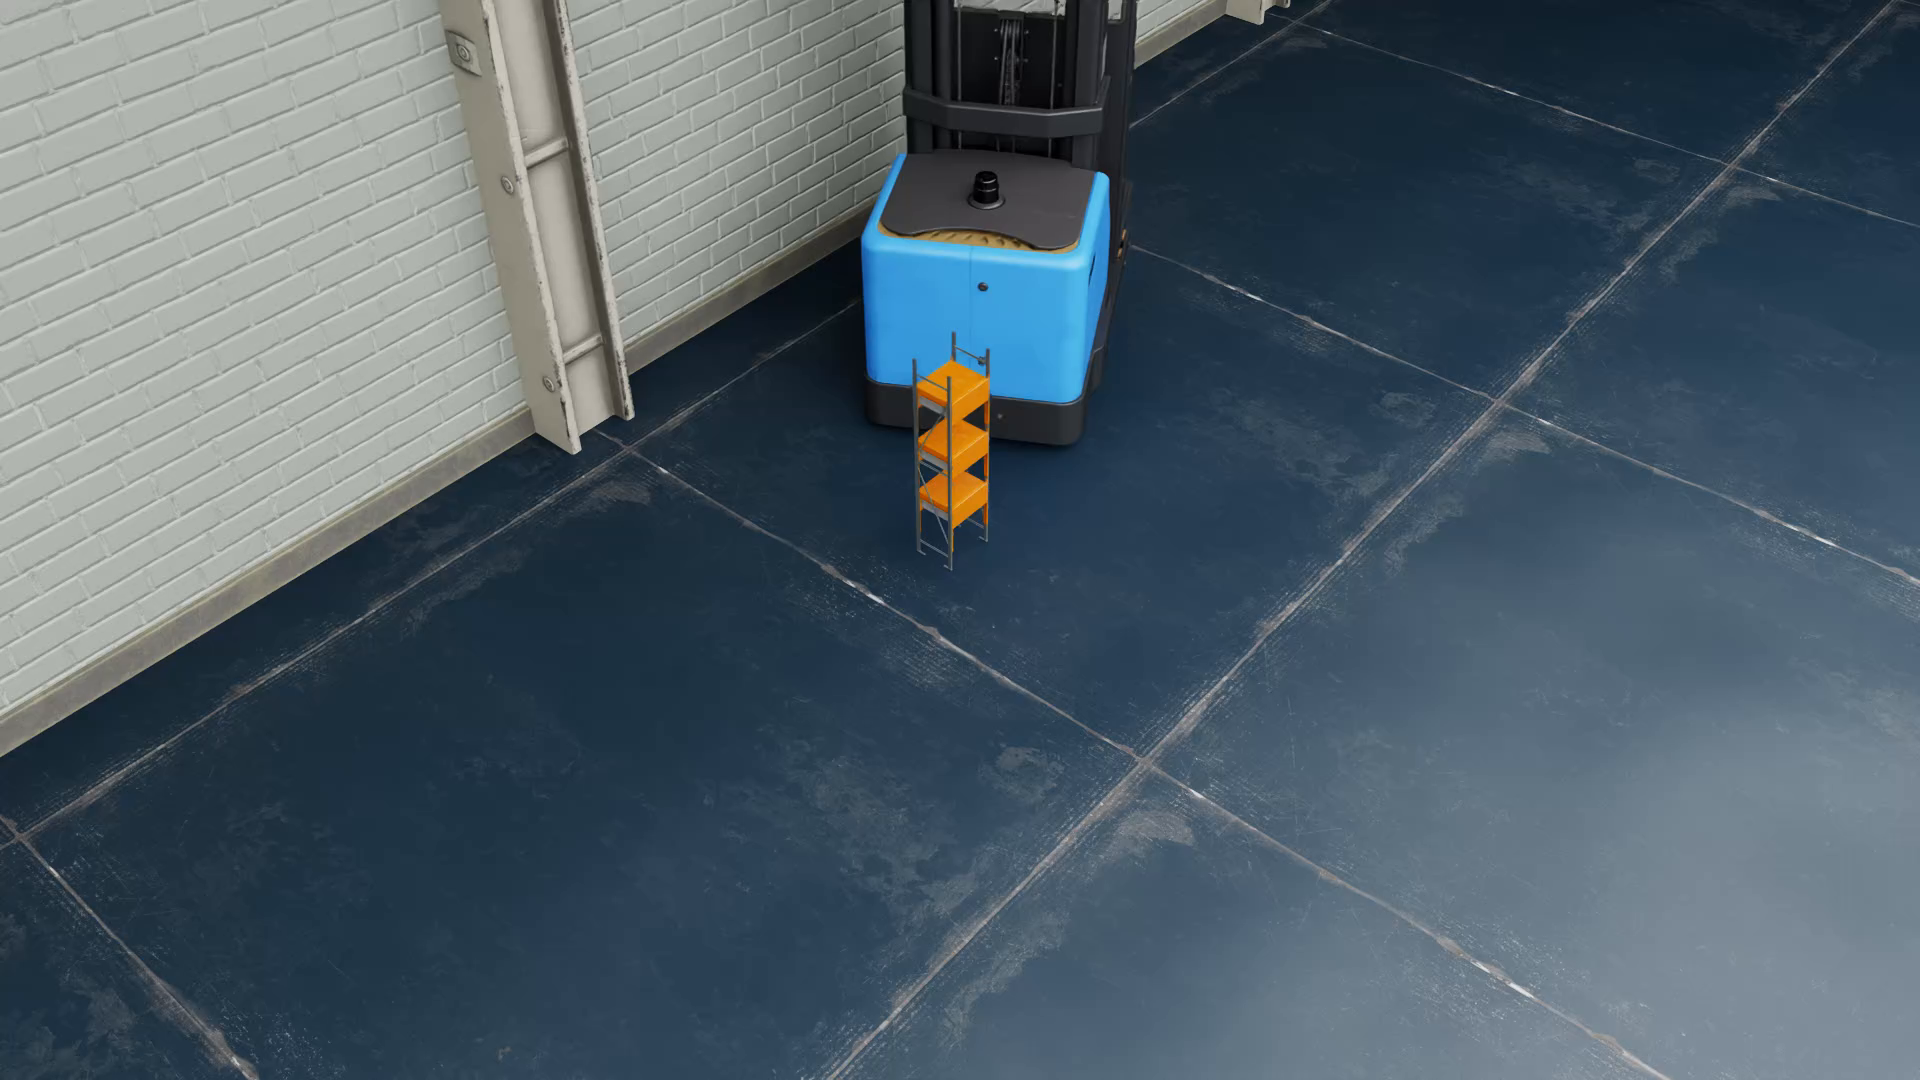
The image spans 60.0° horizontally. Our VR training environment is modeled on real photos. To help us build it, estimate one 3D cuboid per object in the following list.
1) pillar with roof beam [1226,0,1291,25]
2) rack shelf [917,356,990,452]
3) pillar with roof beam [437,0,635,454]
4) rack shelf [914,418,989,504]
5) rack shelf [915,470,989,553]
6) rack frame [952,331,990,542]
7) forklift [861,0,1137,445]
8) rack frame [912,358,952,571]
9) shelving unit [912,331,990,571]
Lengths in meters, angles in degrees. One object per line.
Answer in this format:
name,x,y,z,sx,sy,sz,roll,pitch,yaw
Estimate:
pillar with roof beam,5.333,-5.126,6.381,9.100,9.000,0.400,29,50,28
rack shelf,-0.034,-0.563,6.865,0.215,0.259,0.240,29,50,28
pillar with roof beam,1.472,-2.037,2.983,9.100,9.000,0.400,29,50,28
rack shelf,-0.034,-0.353,7.056,0.215,0.259,0.240,29,50,28
rack shelf,-0.034,-0.147,7.243,0.215,0.259,0.240,29,50,28
rack frame,0.044,-0.424,7.118,0.200,1.050,0.008,29,50,28
forklift,0.324,-2.530,8.036,1.130,2.935,3.031,7,43,8
rack frame,-0.113,-0.298,6.980,0.200,1.050,0.008,29,50,28
shelving unit,-0.034,-0.361,7.049,0.215,1.050,0.252,29,50,28
